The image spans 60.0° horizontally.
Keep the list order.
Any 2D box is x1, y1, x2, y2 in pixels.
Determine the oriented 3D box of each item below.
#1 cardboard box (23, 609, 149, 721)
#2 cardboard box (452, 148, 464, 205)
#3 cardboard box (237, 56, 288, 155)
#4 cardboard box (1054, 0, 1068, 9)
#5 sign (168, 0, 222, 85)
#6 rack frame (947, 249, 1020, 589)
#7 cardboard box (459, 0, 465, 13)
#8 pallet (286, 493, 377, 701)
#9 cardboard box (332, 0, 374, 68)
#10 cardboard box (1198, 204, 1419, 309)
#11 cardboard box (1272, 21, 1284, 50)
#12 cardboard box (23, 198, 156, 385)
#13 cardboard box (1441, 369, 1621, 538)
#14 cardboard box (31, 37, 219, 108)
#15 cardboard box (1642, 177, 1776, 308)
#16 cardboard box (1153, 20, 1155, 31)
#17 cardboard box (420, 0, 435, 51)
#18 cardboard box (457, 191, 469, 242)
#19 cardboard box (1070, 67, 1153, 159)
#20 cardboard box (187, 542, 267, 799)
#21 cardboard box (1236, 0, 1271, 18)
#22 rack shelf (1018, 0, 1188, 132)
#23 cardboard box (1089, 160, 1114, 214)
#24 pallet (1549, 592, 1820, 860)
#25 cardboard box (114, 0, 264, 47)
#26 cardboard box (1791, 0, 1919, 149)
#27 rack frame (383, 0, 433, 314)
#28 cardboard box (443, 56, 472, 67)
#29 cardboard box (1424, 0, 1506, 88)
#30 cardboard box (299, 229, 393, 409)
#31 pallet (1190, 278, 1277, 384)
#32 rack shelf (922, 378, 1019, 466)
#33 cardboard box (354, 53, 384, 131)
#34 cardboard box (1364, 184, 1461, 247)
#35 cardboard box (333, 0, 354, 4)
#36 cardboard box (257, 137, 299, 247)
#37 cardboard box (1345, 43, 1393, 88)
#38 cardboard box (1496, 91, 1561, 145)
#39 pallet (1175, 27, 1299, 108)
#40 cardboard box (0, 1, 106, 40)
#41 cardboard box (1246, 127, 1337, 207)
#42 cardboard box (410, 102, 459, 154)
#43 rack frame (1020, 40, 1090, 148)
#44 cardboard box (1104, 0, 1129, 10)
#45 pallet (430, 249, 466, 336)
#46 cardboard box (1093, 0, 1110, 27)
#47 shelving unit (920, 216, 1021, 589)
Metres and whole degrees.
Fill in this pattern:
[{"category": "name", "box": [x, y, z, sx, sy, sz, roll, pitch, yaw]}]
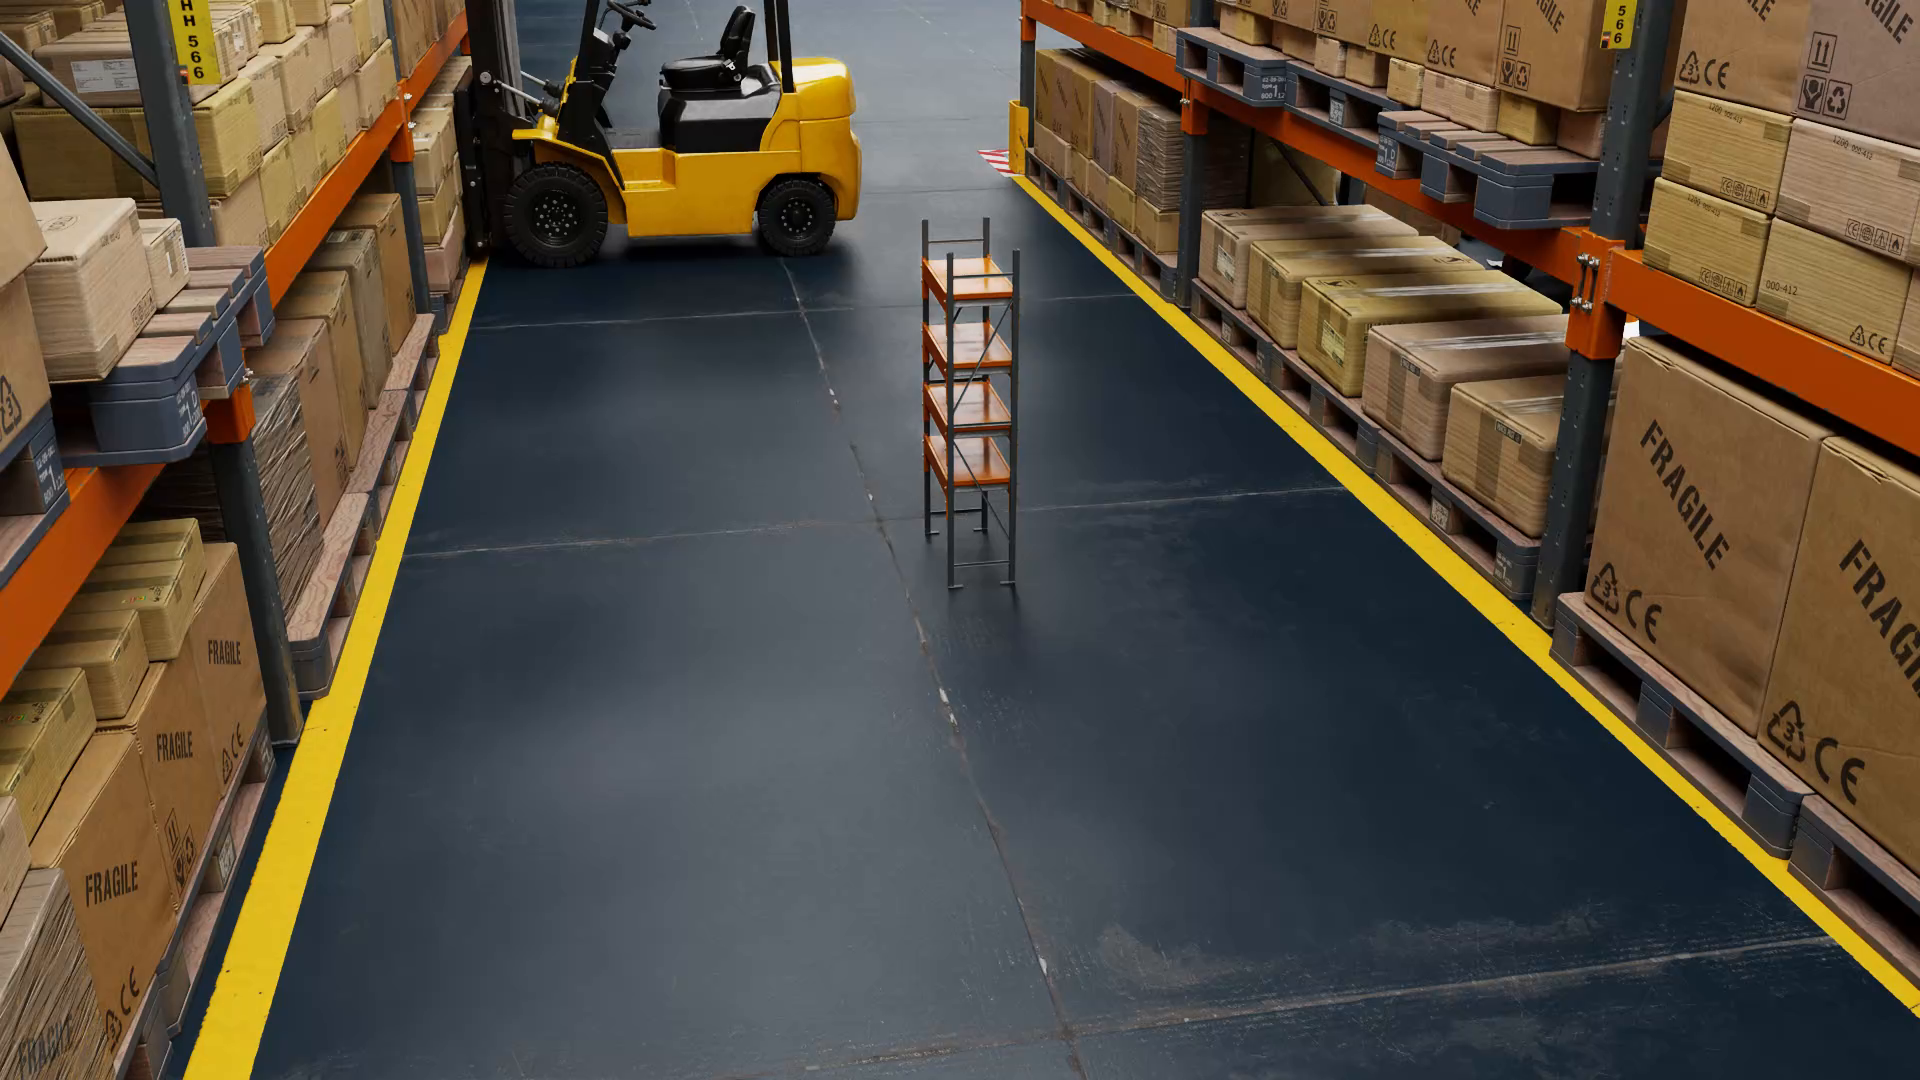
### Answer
[{"category": "cardboard box", "box": [-2.015, 0.286, 3.634, 0.380, 0.149, 0.250, -5, 24, -12]}, {"category": "cardboard box", "box": [-3.143, -2.101, 9.600, 0.500, 0.250, 0.500, -5, 24, -10]}, {"category": "cardboard box", "box": [-2.374, -1.307, 5.057, 0.500, 0.250, 0.500, -4, 24, -8]}, {"category": "cardboard box", "box": [0.848, -3.696, 11.280, 0.380, 0.149, 0.250, -4, 24, -9]}, {"category": "sign", "box": [-1.909, -1.295, 4.120, 0.100, 0.325, 0.005, -4, 24, -10]}, {"category": "rack frame", "box": [0.076, -0.389, 5.641, 0.240, 1.200, 0.015, -4, 24, -10]}, {"category": "cardboard box", "box": [-3.571, -3.775, 11.021, 0.500, 0.500, 0.500, -5, 24, -11]}, {"category": "pallet", "box": [-2.555, 0.194, 5.541, 1.003, 0.211, 1.213, -4, 24, -10]}, {"category": "cardboard box", "box": [-2.736, -2.114, 6.906, 0.500, 0.250, 0.500, -5, 24, -11]}, {"category": "cardboard box", "box": [1.796, -1.481, 8.652, 0.950, 0.372, 0.625, -4, 24, -9]}, {"category": "cardboard box", "box": [1.654, -2.331, 7.628, 0.380, 0.149, 0.250, -3, 24, -6]}, {"category": "cardboard box", "box": [-1.928, -0.489, 3.286, 0.500, 0.250, 0.500, -5, 24, -12]}, {"category": "cardboard box", "box": [2.342, -0.337, 6.032, 0.950, 0.372, 0.625, -6, 24, -13]}, {"category": "cardboard box", "box": [-2.211, -1.247, 4.422, 0.380, 0.149, 0.250, -4, 24, -8]}, {"category": "cardboard box", "box": [2.280, -0.846, 4.626, 0.500, 0.250, 0.500, -5, 24, -11]}, {"category": "cardboard box", "box": [1.313, -2.894, 9.442, 0.380, 0.149, 0.250, -4, 24, -9]}, {"category": "cardboard box", "box": [-3.213, -2.973, 9.183, 0.500, 0.500, 0.500, -5, 24, -10]}, {"category": "cardboard box", "box": [-3.164, -1.877, 9.710, 0.500, 0.250, 0.500, -4, 24, -9]}, {"category": "cardboard box", "box": [1.025, -2.798, 10.883, 0.500, 0.500, 0.500, -4, 24, -9]}, {"category": "cardboard box", "box": [-2.152, 0.347, 4.307, 0.500, 0.500, 0.500, -4, 24, -8]}, {"category": "cardboard box", "box": [1.595, -2.671, 7.596, 0.500, 0.500, 0.500, -4, 24, -10]}, {"category": "rack shelf", "box": [1.327, -3.156, 10.627, 1.077, 0.370, 4.000, -4, 24, -10]}, {"category": "cardboard box", "box": [1.125, -2.253, 10.572, 0.500, 0.250, 0.500, -4, 24, -9]}, {"category": "pallet", "box": [2.508, 0.468, 4.915, 1.003, 0.211, 1.213, -4, 24, -10]}, {"category": "cardboard box", "box": [-2.470, -1.650, 5.344, 0.380, 0.149, 0.250, -4, 24, -9]}, {"category": "cardboard box", "box": [2.388, -1.223, 3.929, 0.500, 0.500, 0.500, -4, 24, -10]}, {"category": "rack frame", "box": [-3.181, -2.330, 7.837, 1.000, 3.000, 0.127, -4, 24, -10]}, {"category": "cardboard box", "box": [-3.529, -3.136, 11.344, 0.500, 0.250, 0.500, -4, 24, -8]}, {"category": "cardboard box", "box": [1.973, -1.861, 5.742, 0.500, 0.500, 0.500, -5, 24, -11]}, {"category": "cardboard box", "box": [-2.937, -0.924, 7.060, 0.875, 0.625, 0.625, -5, 24, -10]}, {"category": "pallet", "box": [1.842, -1.115, 8.539, 1.003, 0.211, 1.213, -4, 24, -10]}, {"category": "rack shelf", "box": [0.031, -0.423, 5.888, 0.258, 0.148, 0.480, -4, 24, -10]}, {"category": "cardboard box", "box": [-2.732, -1.885, 7.006, 0.500, 0.250, 0.500, -4, 24, -10]}, {"category": "cardboard box", "box": [2.836, -2.077, 10.377, 0.500, 0.500, 0.500, 13, 27, 27]}, {"category": "cardboard box", "box": [-2.661, -2.261, 6.744, 0.380, 0.149, 0.250, -5, 24, -11]}, {"category": "cardboard box", "box": [-2.371, -1.079, 5.160, 0.500, 0.250, 0.500, -5, 24, -11]}, {"category": "cardboard box", "box": [1.780, -1.918, 6.683, 0.380, 0.149, 0.250, -5, 24, -11]}, {"category": "cardboard box", "box": [2.024, -1.415, 5.530, 0.380, 0.149, 0.250, -4, 24, -9]}, {"category": "pallet", "box": [1.695, -2.300, 8.007, 1.003, 0.211, 1.213, -4, 24, -10]}, {"category": "cardboard box", "box": [-2.932, -1.614, 5.262, 0.380, 0.149, 0.250, -4, 24, -10]}, {"category": "cardboard box", "box": [1.853, -2.227, 9.575, 0.500, 0.500, 0.500, -3, 24, -7]}, {"category": "cardboard box", "box": [-3.150, -2.331, 9.501, 0.500, 0.250, 0.500, -3, 24, -8]}, {"category": "rack frame", "box": [0.957, -4.272, 12.284, 1.000, 3.000, 0.127, -4, 24, -10]}, {"category": "cardboard box", "box": [1.168, -3.443, 9.889, 0.500, 0.500, 0.500, -4, 24, -8]}, {"category": "pallet", "box": [-3.287, -1.368, 9.119, 1.003, 0.211, 1.213, -4, 24, -10]}, {"category": "cardboard box", "box": [1.046, -3.288, 10.346, 0.380, 0.149, 0.250, -4, 24, -9]}, {"category": "shelving unit", "box": [0.031, -0.485, 5.861, 0.258, 1.200, 0.503, -4, 24, -10]}]
